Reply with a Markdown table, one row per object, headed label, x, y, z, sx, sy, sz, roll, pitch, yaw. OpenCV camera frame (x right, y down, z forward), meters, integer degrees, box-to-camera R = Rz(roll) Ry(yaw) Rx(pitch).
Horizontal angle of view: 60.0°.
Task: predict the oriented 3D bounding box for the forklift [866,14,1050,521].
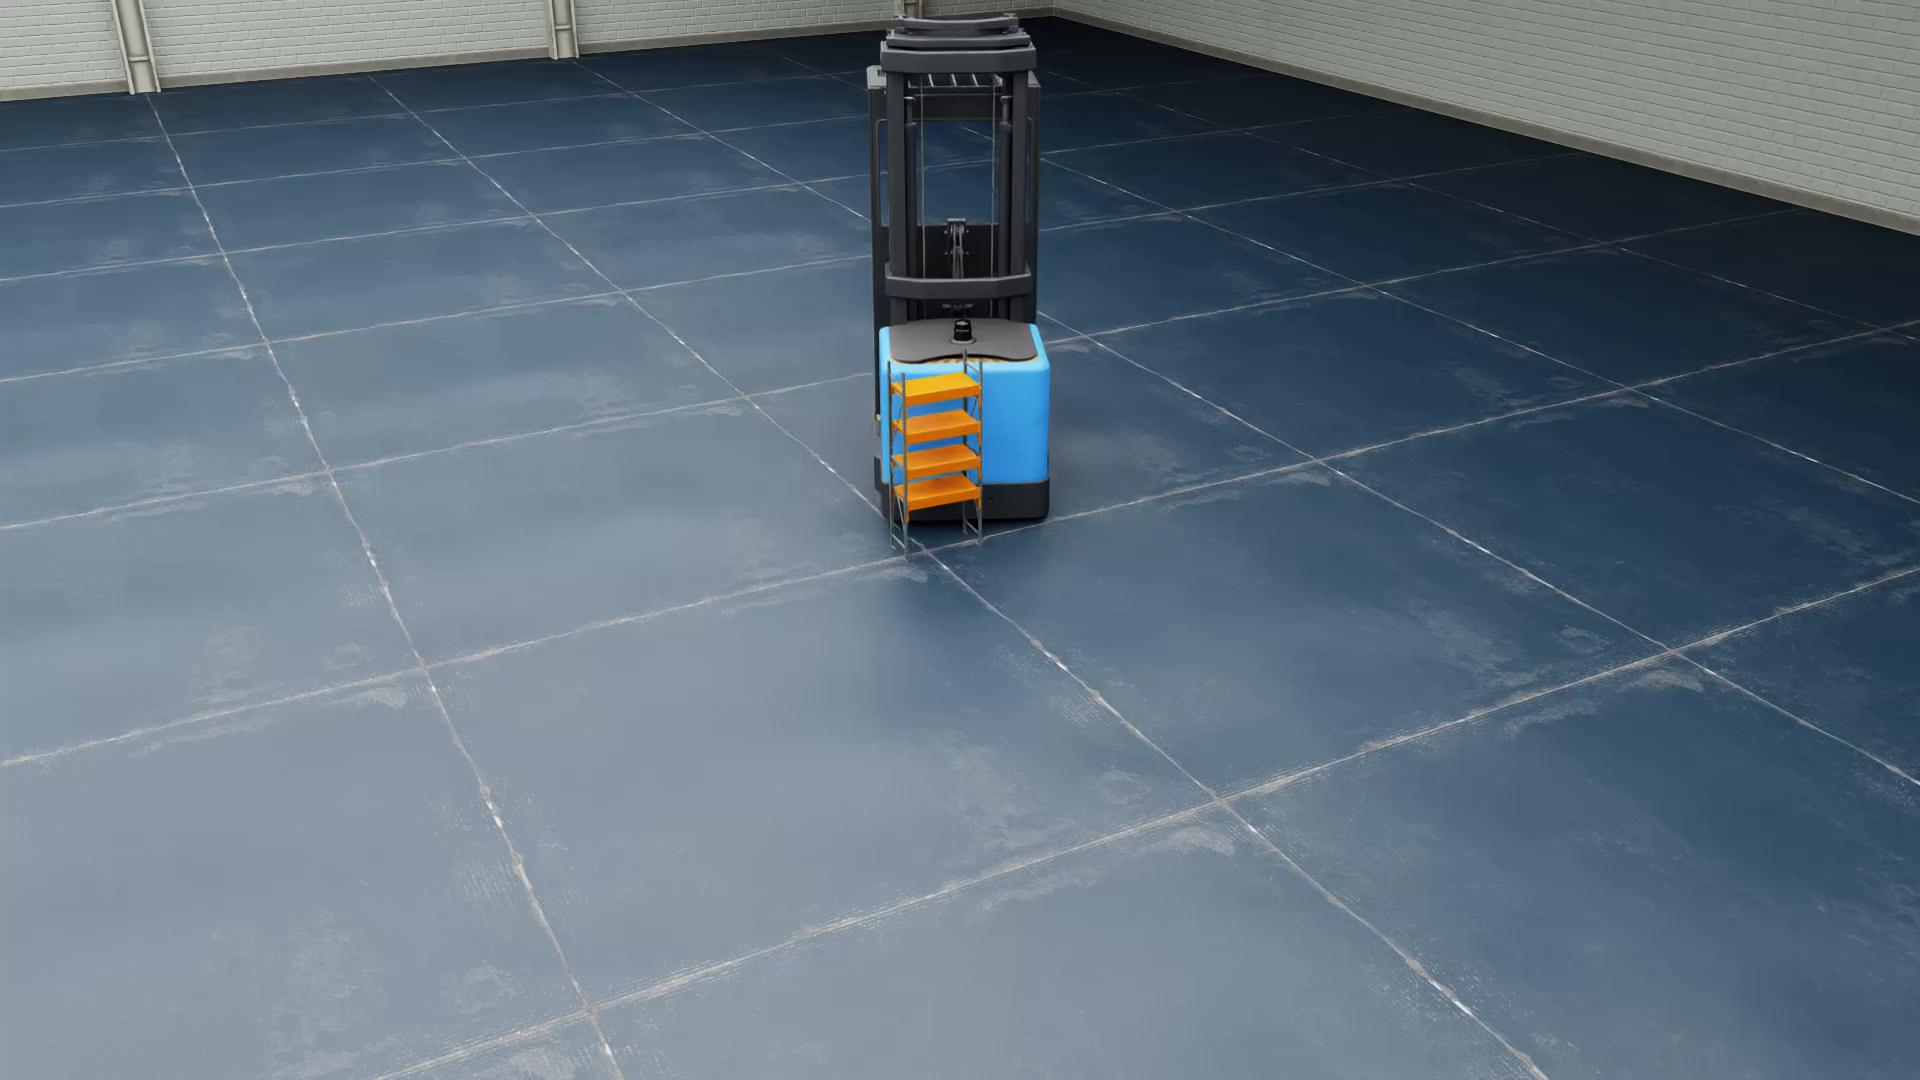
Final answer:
| label | x | y | z | sx | sy | sz | roll | pitch | yaw |
| --- | --- | --- | --- | --- | --- | --- | --- | --- | --- |
| forklift | -0.051 | -2.038 | 11.108 | 1.130 | 2.935 | 3.031 | -2 | 26 | -3 |

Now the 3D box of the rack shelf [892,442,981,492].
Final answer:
| label | x | y | z | sx | sy | sz | roll | pitch | yaw |
| --- | --- | --- | --- | --- | --- | --- | --- | --- | --- |
| rack shelf | -0.145 | -0.439 | 9.933 | 0.480 | 0.148 | 0.258 | -11 | 28 | -22 |

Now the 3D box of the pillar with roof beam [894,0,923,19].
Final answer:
| label | x | y | z | sx | sy | sz | roll | pitch | yaw |
| --- | --- | --- | --- | --- | --- | --- | --- | --- | --- |
| pillar with roof beam | 1.142 | -11.175 | 23.128 | 0.400 | 9.000 | 9.100 | -13 | 29 | -25 |

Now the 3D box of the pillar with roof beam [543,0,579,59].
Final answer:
| label | x | y | z | sx | sy | sz | roll | pitch | yaw |
| --- | --- | --- | --- | --- | --- | --- | --- | --- | --- |
| pillar with roof beam | -4.153 | -9.953 | 20.583 | 0.400 | 9.000 | 9.100 | -13 | 29 | -25 |

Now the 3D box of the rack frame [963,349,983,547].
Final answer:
| label | x | y | z | sx | sy | sz | roll | pitch | yaw |
| --- | --- | --- | --- | --- | --- | --- | --- | --- | --- |
| rack frame | 0.077 | -0.543 | 9.995 | 0.015 | 1.200 | 0.240 | -11 | 28 | -22 |

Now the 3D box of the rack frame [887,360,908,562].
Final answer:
| label | x | y | z | sx | sy | sz | roll | pitch | yaw |
| --- | --- | --- | --- | --- | --- | --- | --- | --- | --- |
| rack frame | -0.367 | -0.455 | 9.812 | 0.015 | 1.200 | 0.240 | -11 | 28 | -22 |

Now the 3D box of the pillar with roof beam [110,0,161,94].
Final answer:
| label | x | y | z | sx | sy | sz | roll | pitch | yaw |
| --- | --- | --- | --- | --- | --- | --- | --- | --- | --- |
| pillar with roof beam | -9.447 | -8.731 | 18.037 | 0.400 | 9.000 | 9.100 | -13 | 29 | -25 |

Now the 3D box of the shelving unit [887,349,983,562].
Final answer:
| label | x | y | z | sx | sy | sz | roll | pitch | yaw |
| --- | --- | --- | --- | --- | --- | --- | --- | --- | --- |
| shelving unit | -0.145 | -0.499 | 9.904 | 0.503 | 1.200 | 0.258 | -11 | 28 | -22 |

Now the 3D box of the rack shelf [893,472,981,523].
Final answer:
| label | x | y | z | sx | sy | sz | roll | pitch | yaw |
| --- | --- | --- | --- | --- | --- | --- | --- | --- | --- |
| rack shelf | -0.145 | -0.260 | 10.019 | 0.480 | 0.148 | 0.258 | -11 | 28 | -22 |

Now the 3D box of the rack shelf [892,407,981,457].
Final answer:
| label | x | y | z | sx | sy | sz | roll | pitch | yaw |
| --- | --- | --- | --- | --- | --- | --- | --- | --- | --- |
| rack shelf | -0.145 | -0.640 | 9.836 | 0.480 | 0.148 | 0.258 | -11 | 28 | -22 |

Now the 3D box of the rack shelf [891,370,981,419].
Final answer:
| label | x | y | z | sx | sy | sz | roll | pitch | yaw |
| --- | --- | --- | --- | --- | --- | --- | --- | --- | --- |
| rack shelf | -0.145 | -0.854 | 9.734 | 0.480 | 0.148 | 0.258 | -11 | 28 | -22 |
